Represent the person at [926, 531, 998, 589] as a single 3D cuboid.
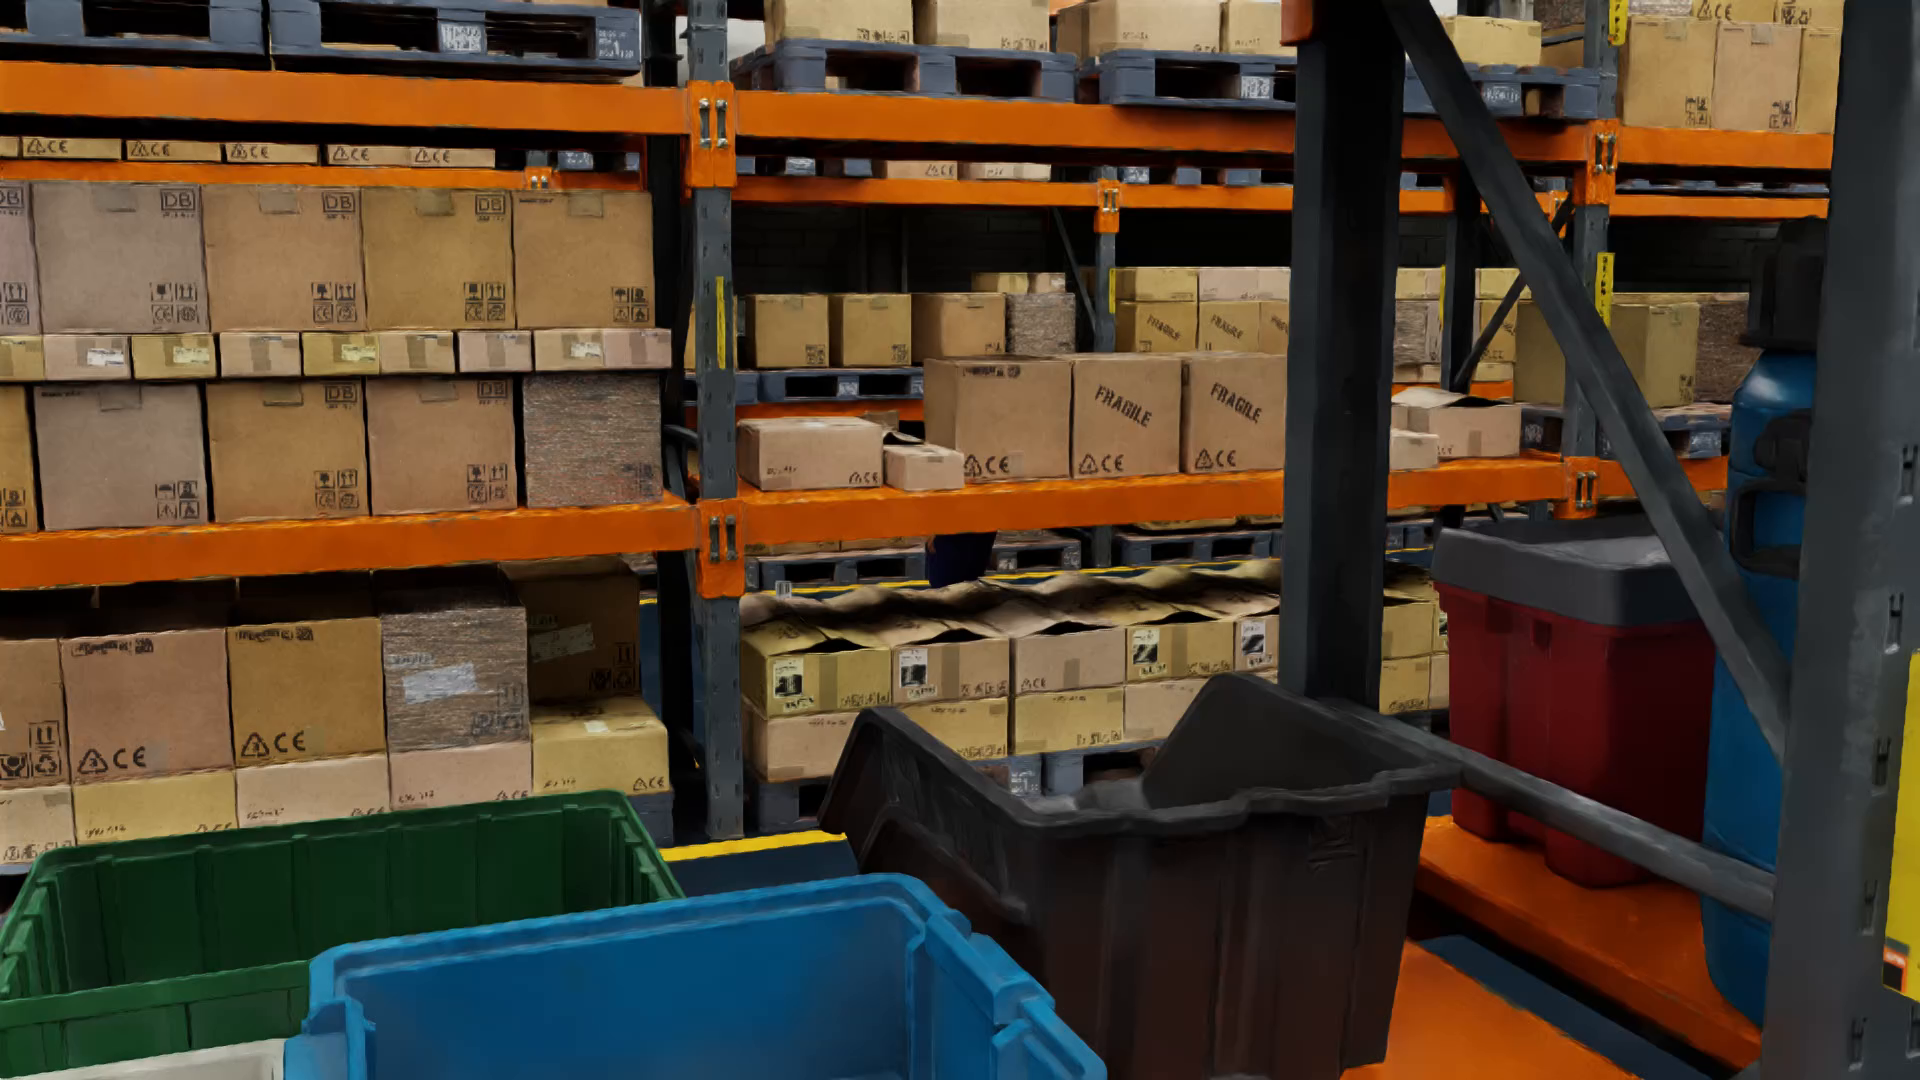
[{"bbox_3d":[-0.027,-0.073,8.830,0.396,1.636,0.484,7,11,37],"label":"person"}]
